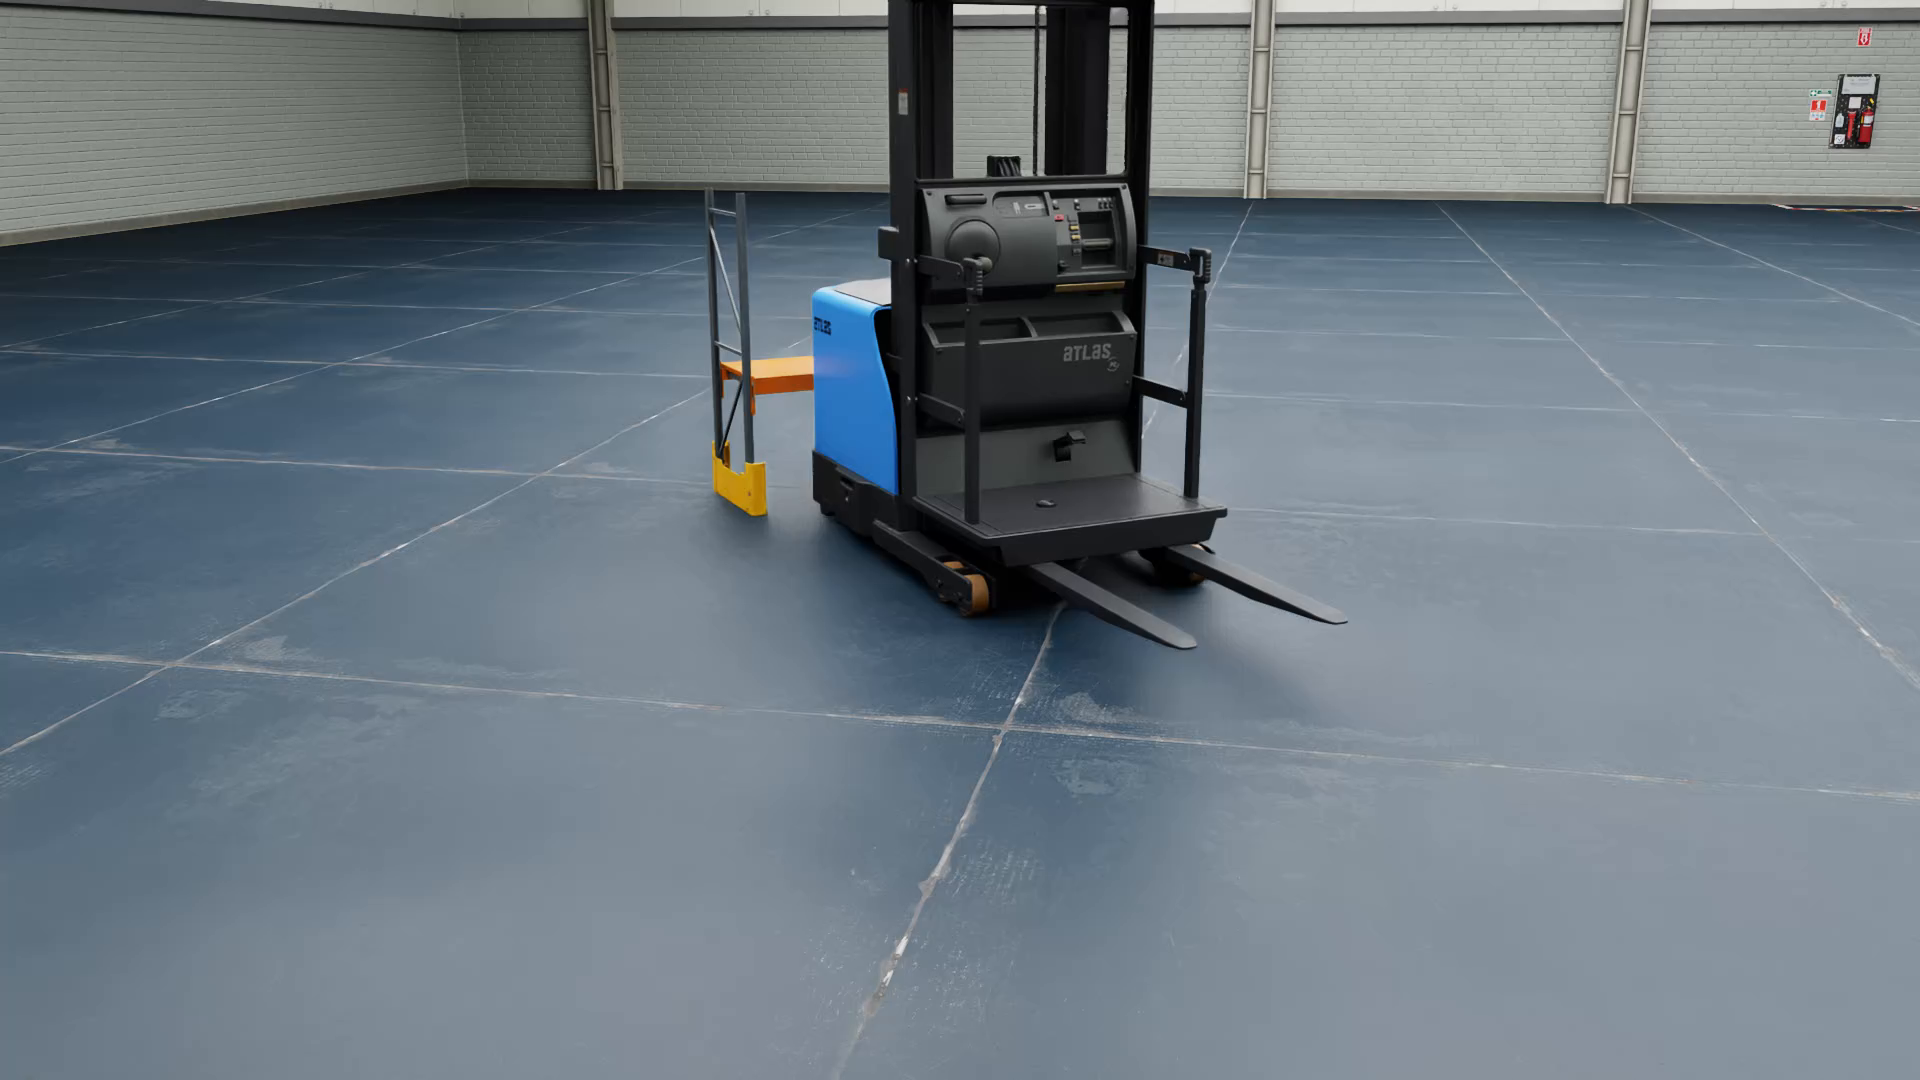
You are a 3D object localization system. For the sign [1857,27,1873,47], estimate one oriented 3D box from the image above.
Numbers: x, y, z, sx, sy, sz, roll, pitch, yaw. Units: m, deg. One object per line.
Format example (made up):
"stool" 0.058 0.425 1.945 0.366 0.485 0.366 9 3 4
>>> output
"sign" 14.520 -8.078 26.691 0.199 0.298 0.001 3 16 11

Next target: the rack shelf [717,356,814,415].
"rack shelf" -0.646 -0.797 8.231 1.000 0.185 0.538 -8 17 -25

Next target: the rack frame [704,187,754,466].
"rack frame" -1.101 -0.910 7.965 0.032 1.500 0.500 -8 17 -25

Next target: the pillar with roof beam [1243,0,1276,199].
"pillar with roof beam" 4.305 -9.196 23.832 0.400 9.000 9.100 3 16 11

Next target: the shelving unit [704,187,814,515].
"shelving unit" -0.638 -0.972 8.188 1.083 1.500 0.587 -8 17 -25

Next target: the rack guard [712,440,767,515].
"rack guard" -1.083 -0.310 8.139 0.087 0.250 0.587 -8 17 -25

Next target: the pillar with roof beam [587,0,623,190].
"pillar with roof beam" -7.454 -9.834 26.137 0.400 9.000 9.100 3 16 11

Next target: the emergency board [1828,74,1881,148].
"emergency board" 14.508 -6.934 26.905 0.643 1.169 0.194 3 16 11

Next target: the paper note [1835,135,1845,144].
"paper note" 14.349 -6.537 27.122 0.142 0.148 0.016 3 16 11

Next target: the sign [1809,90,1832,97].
"sign" 13.990 -7.260 27.024 0.331 0.109 0.001 3 16 11

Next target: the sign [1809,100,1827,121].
"sign" 13.987 -7.008 27.104 0.234 0.329 0.001 3 16 11

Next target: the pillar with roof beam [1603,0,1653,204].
"pillar with roof beam" 10.185 -8.877 22.680 0.400 9.000 9.100 3 16 11

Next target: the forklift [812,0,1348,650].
"forklift" 0.381 -1.250 6.513 1.130 2.935 3.031 -7 17 -24
